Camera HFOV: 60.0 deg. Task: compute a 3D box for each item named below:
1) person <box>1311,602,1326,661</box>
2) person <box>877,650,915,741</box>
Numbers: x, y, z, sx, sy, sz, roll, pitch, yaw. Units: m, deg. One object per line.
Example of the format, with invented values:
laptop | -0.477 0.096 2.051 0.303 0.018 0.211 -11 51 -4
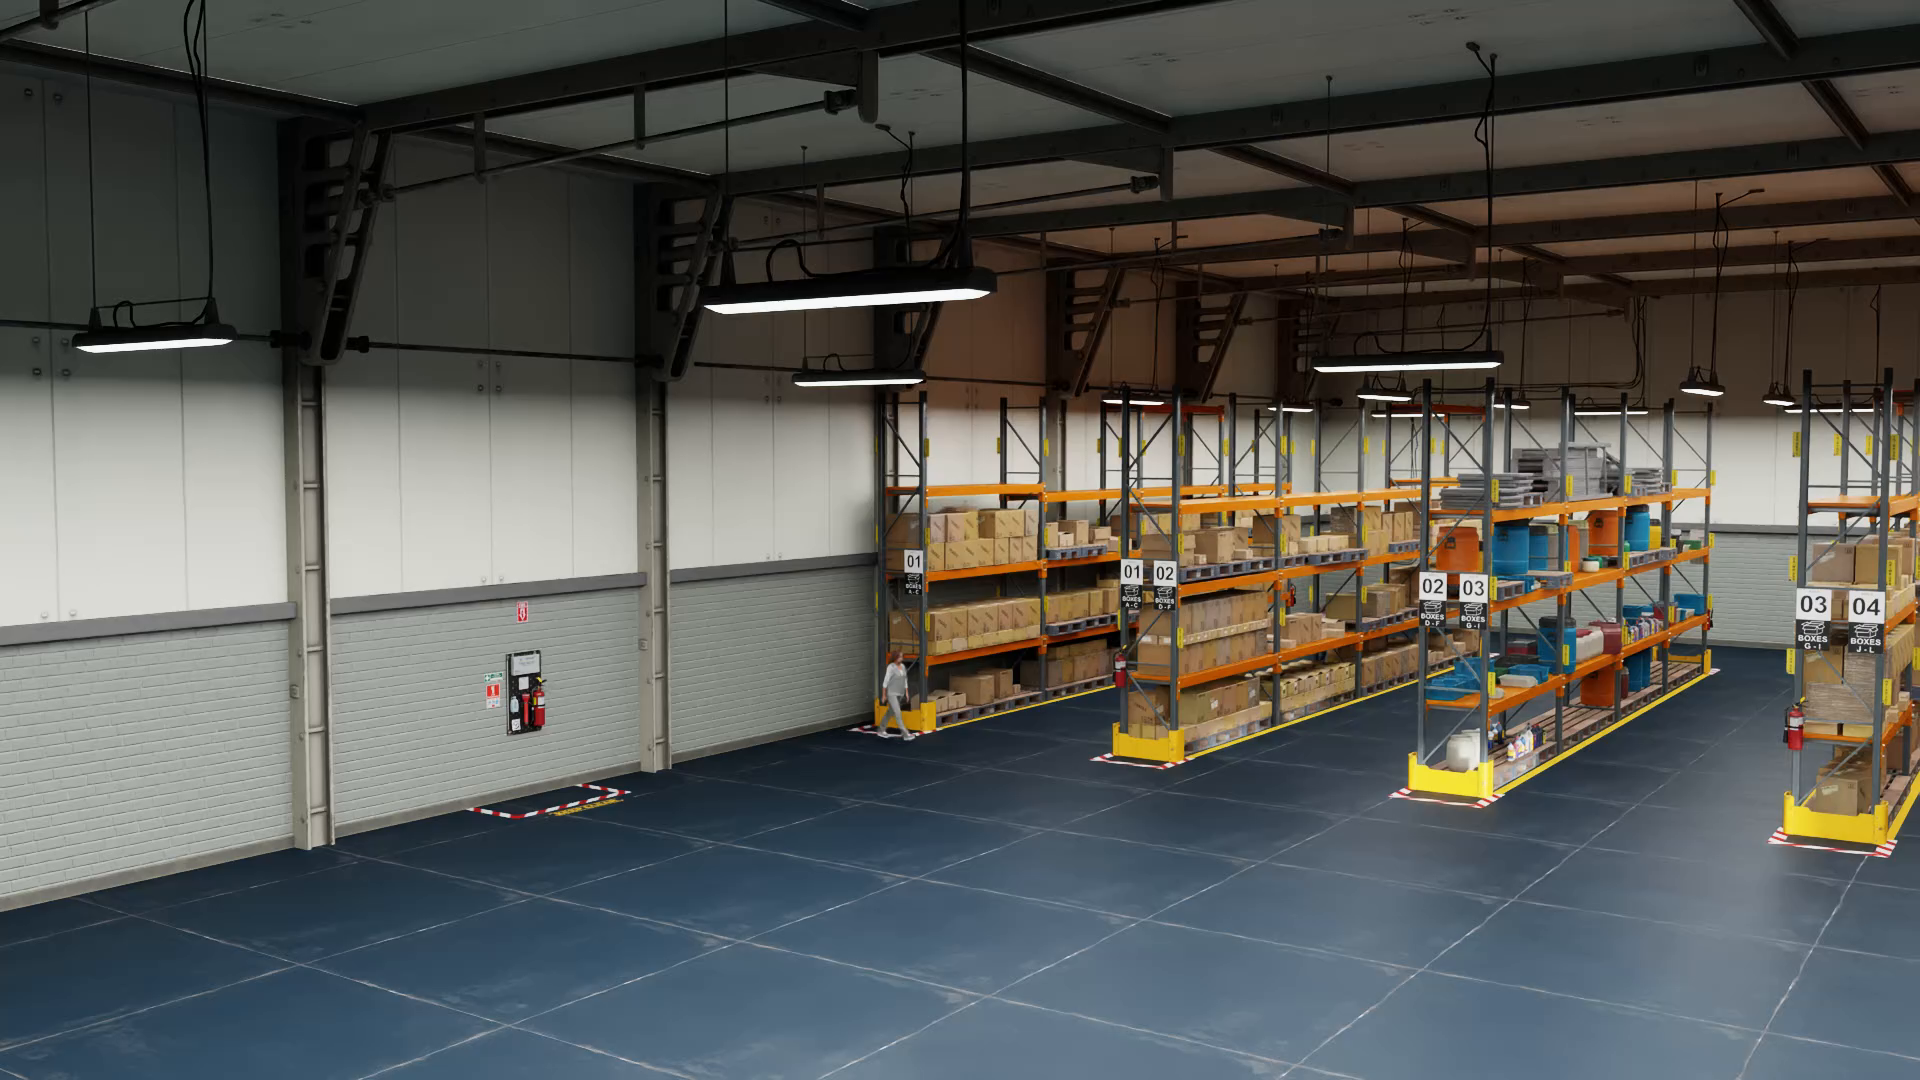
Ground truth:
person | 7.952 2.176 36.847 0.473 1.575 0.566 1 3 10
person | -1.054 2.635 28.321 0.951 1.539 0.441 2 4 34
